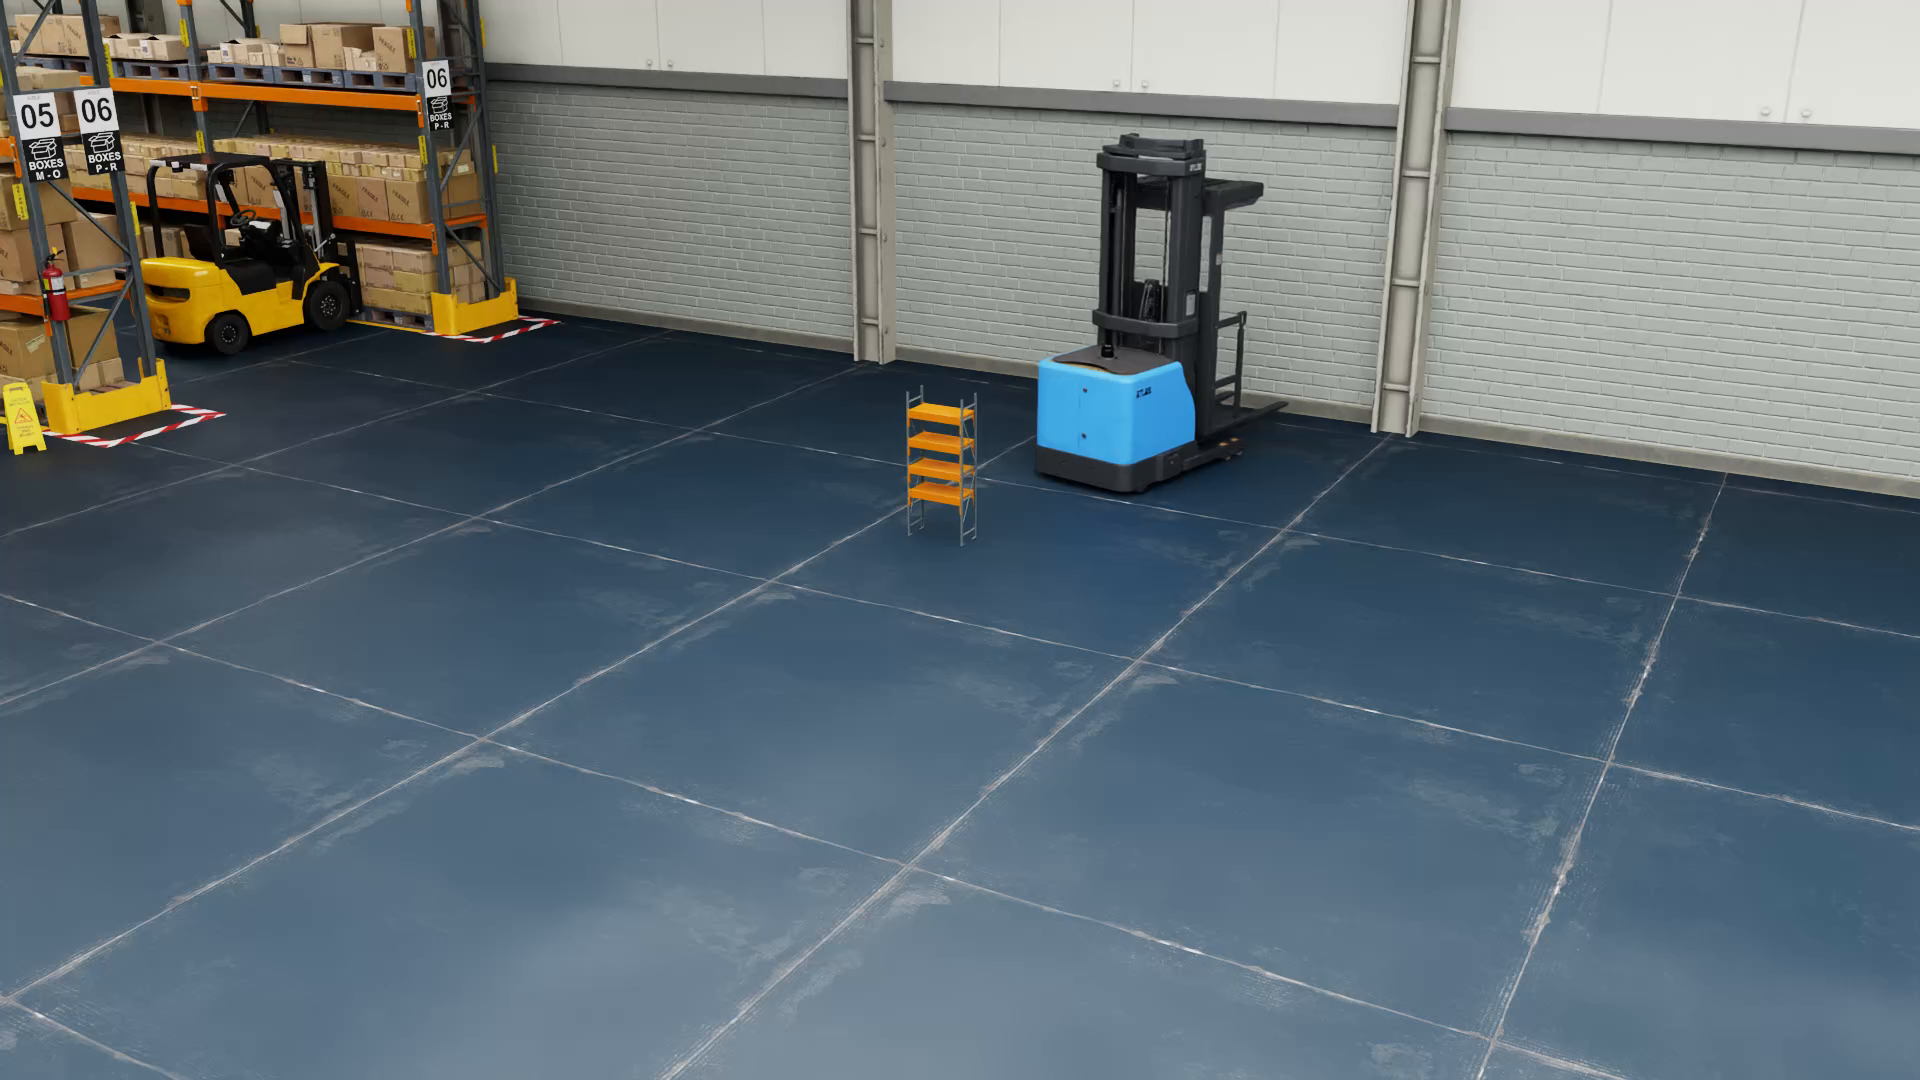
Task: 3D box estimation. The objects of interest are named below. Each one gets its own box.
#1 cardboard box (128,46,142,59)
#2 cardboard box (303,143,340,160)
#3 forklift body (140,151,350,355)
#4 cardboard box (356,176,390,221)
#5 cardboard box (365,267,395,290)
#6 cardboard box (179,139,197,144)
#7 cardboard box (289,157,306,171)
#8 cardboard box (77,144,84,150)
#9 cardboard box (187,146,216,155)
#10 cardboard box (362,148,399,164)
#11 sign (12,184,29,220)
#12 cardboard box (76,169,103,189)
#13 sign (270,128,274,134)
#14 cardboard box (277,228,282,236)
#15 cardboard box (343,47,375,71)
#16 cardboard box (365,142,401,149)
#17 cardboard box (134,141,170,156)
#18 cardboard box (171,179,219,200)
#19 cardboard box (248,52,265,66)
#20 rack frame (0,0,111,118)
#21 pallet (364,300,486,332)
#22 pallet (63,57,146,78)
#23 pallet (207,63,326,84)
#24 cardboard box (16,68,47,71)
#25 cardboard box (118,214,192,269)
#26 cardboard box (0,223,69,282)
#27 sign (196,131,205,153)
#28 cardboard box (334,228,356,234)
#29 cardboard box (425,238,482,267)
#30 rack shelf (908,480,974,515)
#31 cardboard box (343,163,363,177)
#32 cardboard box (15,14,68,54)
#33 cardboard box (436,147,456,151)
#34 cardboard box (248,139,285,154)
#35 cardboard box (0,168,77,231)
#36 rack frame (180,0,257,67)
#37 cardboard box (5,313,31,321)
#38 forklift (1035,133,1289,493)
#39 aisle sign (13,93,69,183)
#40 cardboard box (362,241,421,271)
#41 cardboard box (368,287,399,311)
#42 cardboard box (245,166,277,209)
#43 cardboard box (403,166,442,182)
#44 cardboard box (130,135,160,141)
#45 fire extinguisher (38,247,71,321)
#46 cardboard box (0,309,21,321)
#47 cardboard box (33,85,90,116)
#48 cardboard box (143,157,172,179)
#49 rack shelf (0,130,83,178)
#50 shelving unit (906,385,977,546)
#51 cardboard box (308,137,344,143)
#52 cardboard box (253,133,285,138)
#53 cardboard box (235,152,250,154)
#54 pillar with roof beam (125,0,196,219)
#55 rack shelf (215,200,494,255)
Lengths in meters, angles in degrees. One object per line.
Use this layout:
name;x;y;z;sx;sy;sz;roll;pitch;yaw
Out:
cardboard box;-10.641;-6.388;21.783;0.250;0.149;0.380;11;23;27
cardboard box;-8.010;-4.883;20.893;0.250;0.149;0.380;11;23;28
forklift body;-8.586;-3.467;19.769;1.214;2.155;2.313;11;23;27
cardboard box;-7.047;-4.234;20.491;0.500;0.500;0.500;12;23;29
cardboard box;-7.051;-3.308;20.769;0.500;0.250;0.500;11;22;27
cardboard box;-10.394;-5.372;22.677;0.250;0.149;0.380;11;22;27
cardboard box;-8.279;-4.758;20.986;0.250;0.149;0.380;10;22;26
cardboard box;-11.951;-5.484;22.986;0.250;0.149;0.380;11;23;28
cardboard box;-9.939;-5.102;21.933;0.250;0.149;0.380;12;23;29
cardboard box;-7.109;-4.713;20.425;0.250;0.149;0.380;11;23;28
sign;-8.746;-3.146;15.479;0.005;0.325;0.100;11;23;27
cardboard box;-11.867;-5.038;23.076;0.500;0.250;0.500;10;22;26
sign;-9.263;-5.369;22.381;0.005;0.325;0.100;11;23;27
cardboard box;-8.822;-3.872;21.591;0.500;0.250;0.500;11;23;27
cardboard box;-7.134;-5.775;19.922;0.258;0.266;0.396;11;23;27
cardboard box;-7.311;-4.953;21.087;0.250;0.149;0.380;10;22;26
cardboard box;-10.854;-5.262;22.375;0.250;0.149;0.380;10;22;26
cardboard box;-10.100;-4.694;22.128;0.500;0.250;0.500;11;23;29
cardboard box;-8.618;-6.003;20.721;0.250;0.149;0.380;12;23;29
rack frame;-8.458;-5.436;15.154;0.127;3.000;1.000;11;23;27
pallet;-6.729;-2.898;21.044;1.213;0.211;1.003;11;23;27
pallet;-11.411;-6.474;22.692;1.213;0.211;1.003;12;23;30
pallet;-8.776;-5.993;21.220;1.213;0.211;1.003;11;23;27
cardboard box;-9.085;-4.499;16.170;0.250;0.149;0.380;11;23;27
cardboard box;-11.325;-4.179;23.354;0.625;0.625;0.875;10;22;25
cardboard box;-9.066;-2.811;16.132;0.500;0.500;0.500;10;22;26
sign;-9.789;-5.103;21.452;0.005;0.325;0.100;11;23;27
cardboard box;-8.124;-3.942;21.783;0.500;0.250;0.500;11;23;28
cardboard box;-6.368;-3.605;20.854;0.500;0.250;0.500;10;22;26
rack shelf;-0.145;-0.342;13.327;0.480;0.148;0.258;11;23;27
cardboard box;-7.381;-4.590;20.522;0.250;0.149;0.380;10;22;26
cardboard box;-12.511;-6.933;22.770;0.500;0.500;0.500;11;23;28
cardboard box;-6.431;-4.768;20.576;0.250;0.149;0.380;12;23;29
cardboard box;-8.900;-5.053;21.363;0.250;0.149;0.380;10;22;26
cardboard box;-9.011;-3.292;15.993;0.500;0.500;0.700;10;22;26
rack frame;-9.533;-7.579;21.063;0.127;3.000;1.000;11;23;27
cardboard box;-9.742;-2.014;16.836;0.500;0.500;0.500;12;23;29
forklift;2.015;-2.213;15.168;1.130;2.935;3.031;16;26;38
aisle sign;-8.546;-3.741;15.467;0.004;0.787;0.394;11;23;27
cardboard box;-7.043;-3.536;20.663;0.500;0.250;0.500;11;23;28
cardboard box;-7.035;-3.068;20.841;0.500;0.250;0.500;11;23;27
cardboard box;-8.810;-4.573;21.426;0.500;0.500;0.500;11;23;28
cardboard box;-6.480;-4.420;20.053;0.250;0.149;0.380;11;23;28
cardboard box;-11.292;-5.533;23.121;0.250;0.149;0.380;12;23;29
fire extinguisher;-8.583;-2.423;15.759;0.183;0.674;0.296;11;23;27
cardboard box;-9.638;-2.274;16.602;0.250;0.149;0.380;12;23;29
cardboard box;-8.767;-4.258;16.089;0.500;0.250;0.500;10;22;26
cardboard box;-10.539;-5.012;22.271;0.500;0.250;0.500;10;22;26
rack shelf;-10.204;-4.020;16.705;4.000;0.370;1.077;11;23;27
shelving unit;-0.145;-0.592;13.236;0.503;1.200;0.258;11;23;27
cardboard box;-8.205;-5.121;21.551;0.250;0.149;0.380;10;22;26
cardboard box;-9.107;-5.288;22.009;0.250;0.149;0.380;11;23;27
cardboard box;-9.156;-4.937;21.479;0.250;0.149;0.380;11;23;29
pillar with roof beam;-13.547;-7.014;19.506;0.400;9.000;9.100;11;23;27
rack shelf;-7.787;-4.088;21.292;4.000;0.370;1.077;11;23;27
